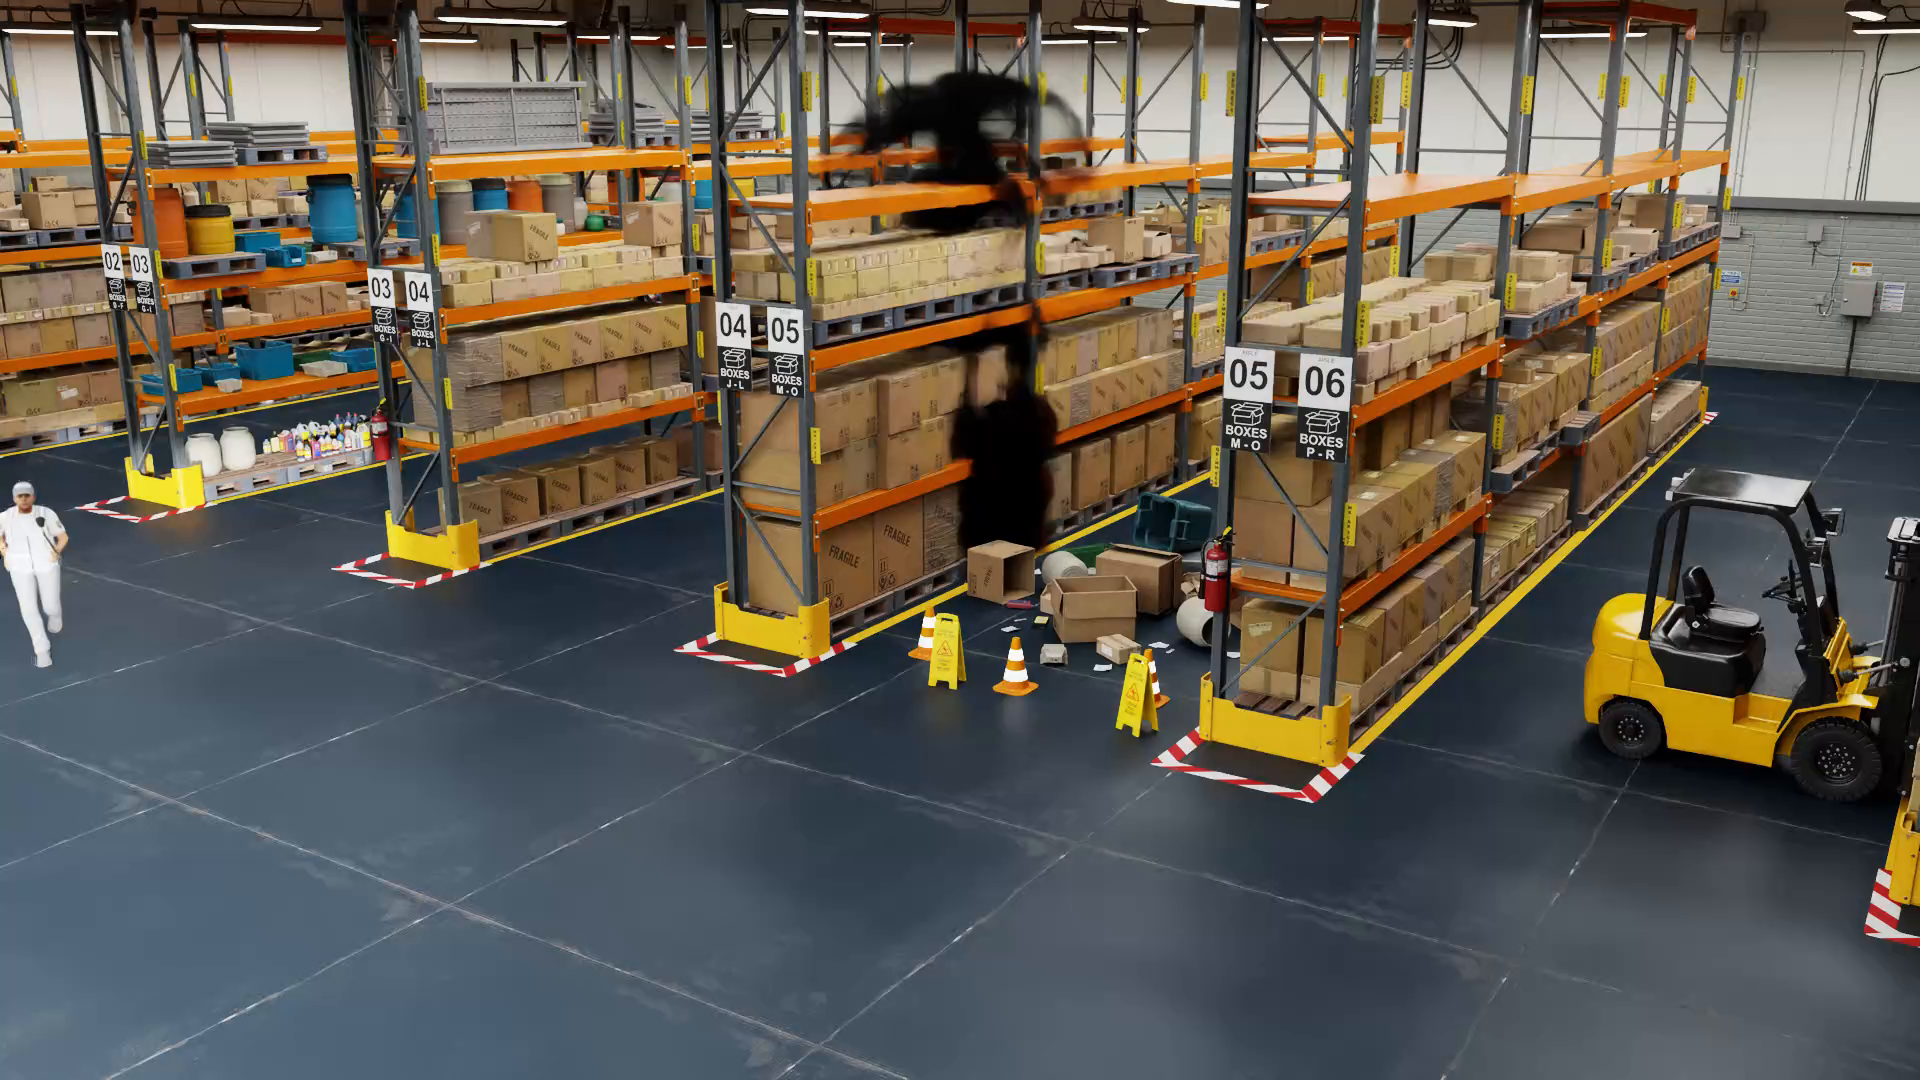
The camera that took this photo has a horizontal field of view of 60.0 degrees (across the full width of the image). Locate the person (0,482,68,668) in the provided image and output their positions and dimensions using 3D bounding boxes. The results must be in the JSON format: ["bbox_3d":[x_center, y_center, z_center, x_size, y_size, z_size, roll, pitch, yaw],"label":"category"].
[{"bbox_3d":[-8.477,0.270,15.241,0.607,1.665,0.830,-8,17,-25],"label":"person"}]
